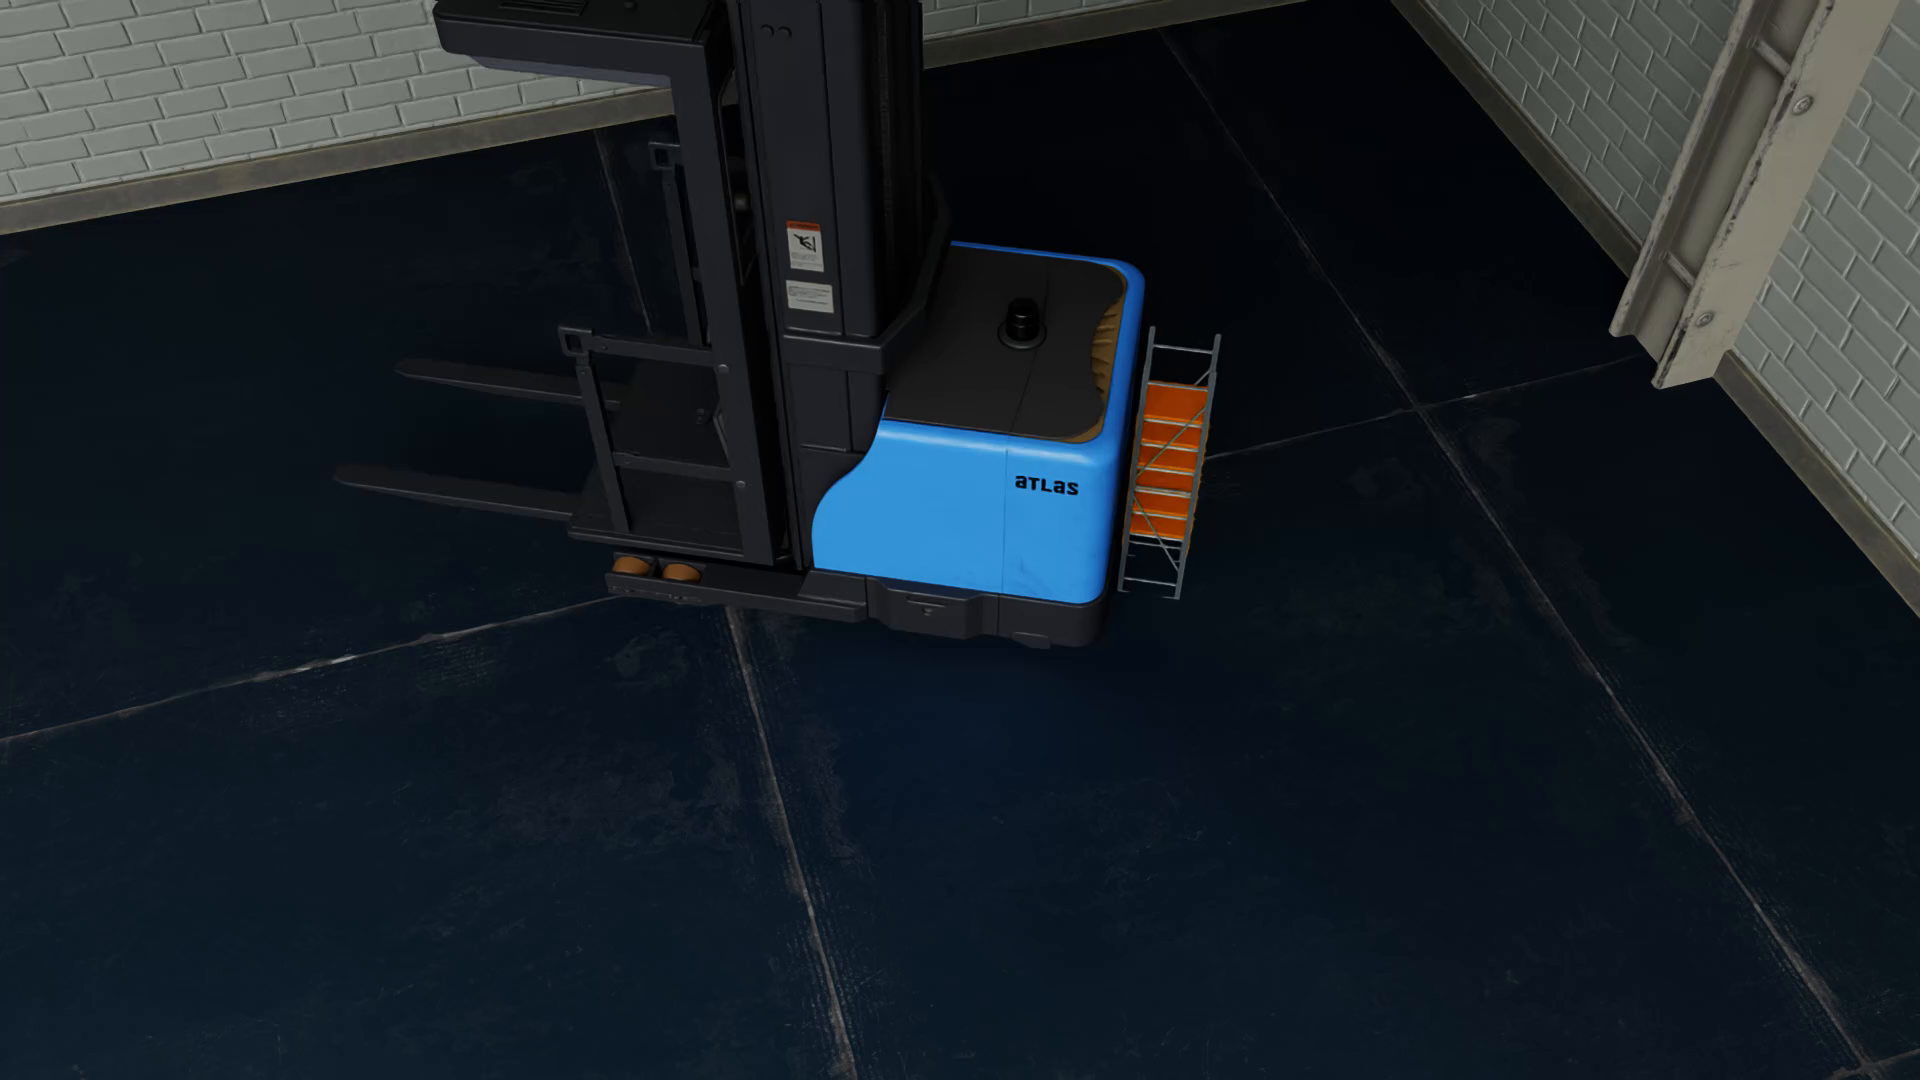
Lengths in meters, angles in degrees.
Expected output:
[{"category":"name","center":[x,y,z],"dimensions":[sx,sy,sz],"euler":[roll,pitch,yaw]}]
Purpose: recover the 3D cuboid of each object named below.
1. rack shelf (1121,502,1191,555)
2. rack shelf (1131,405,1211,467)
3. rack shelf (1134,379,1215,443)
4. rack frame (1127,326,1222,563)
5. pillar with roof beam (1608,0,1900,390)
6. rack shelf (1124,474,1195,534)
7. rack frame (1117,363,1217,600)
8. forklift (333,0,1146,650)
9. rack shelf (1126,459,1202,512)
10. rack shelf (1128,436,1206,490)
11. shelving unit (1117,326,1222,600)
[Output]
[{"category":"rack shelf","center":[0.736,-0.062,6.179],"dimensions":[0.258,0.103,0.180],"euler":[8,50,6]},{"category":"rack shelf","center":[0.737,-0.371,5.811],"dimensions":[0.258,0.103,0.180],"euler":[8,50,6]},{"category":"rack shelf","center":[0.738,-0.448,5.720],"dimensions":[0.258,0.103,0.180],"euler":[8,50,6]},{"category":"rack frame","center":[0.753,-0.314,6.019],"dimensions":[0.240,1.200,0.006],"euler":[8,50,6]},{"category":"pillar with roof beam","center":[-1.056,-2.746,2.969],"dimensions":[9.100,9.000,0.400],"euler":[-13,51,-11]},{"category":"rack shelf","center":[0.737,-0.139,6.087],"dimensions":[0.258,0.103,0.180],"euler":[8,50,6]},{"category":"rack frame","center":[0.721,-0.176,5.903],"dimensions":[0.240,1.200,0.006],"euler":[8,50,6]},{"category":"forklift","center":[-0.886,-1.089,5.541],"dimensions":[3.031,2.935,1.130],"euler":[8,50,6]},{"category":"rack shelf","center":[0.737,-0.216,5.995],"dimensions":[0.258,0.103,0.180],"euler":[8,50,6]},{"category":"rack shelf","center":[0.737,-0.294,5.903],"dimensions":[0.258,0.103,0.180],"euler":[8,50,6]},{"category":"shelving unit","center":[0.737,-0.245,5.961],"dimensions":[0.258,1.200,0.189],"euler":[8,50,6]}]
